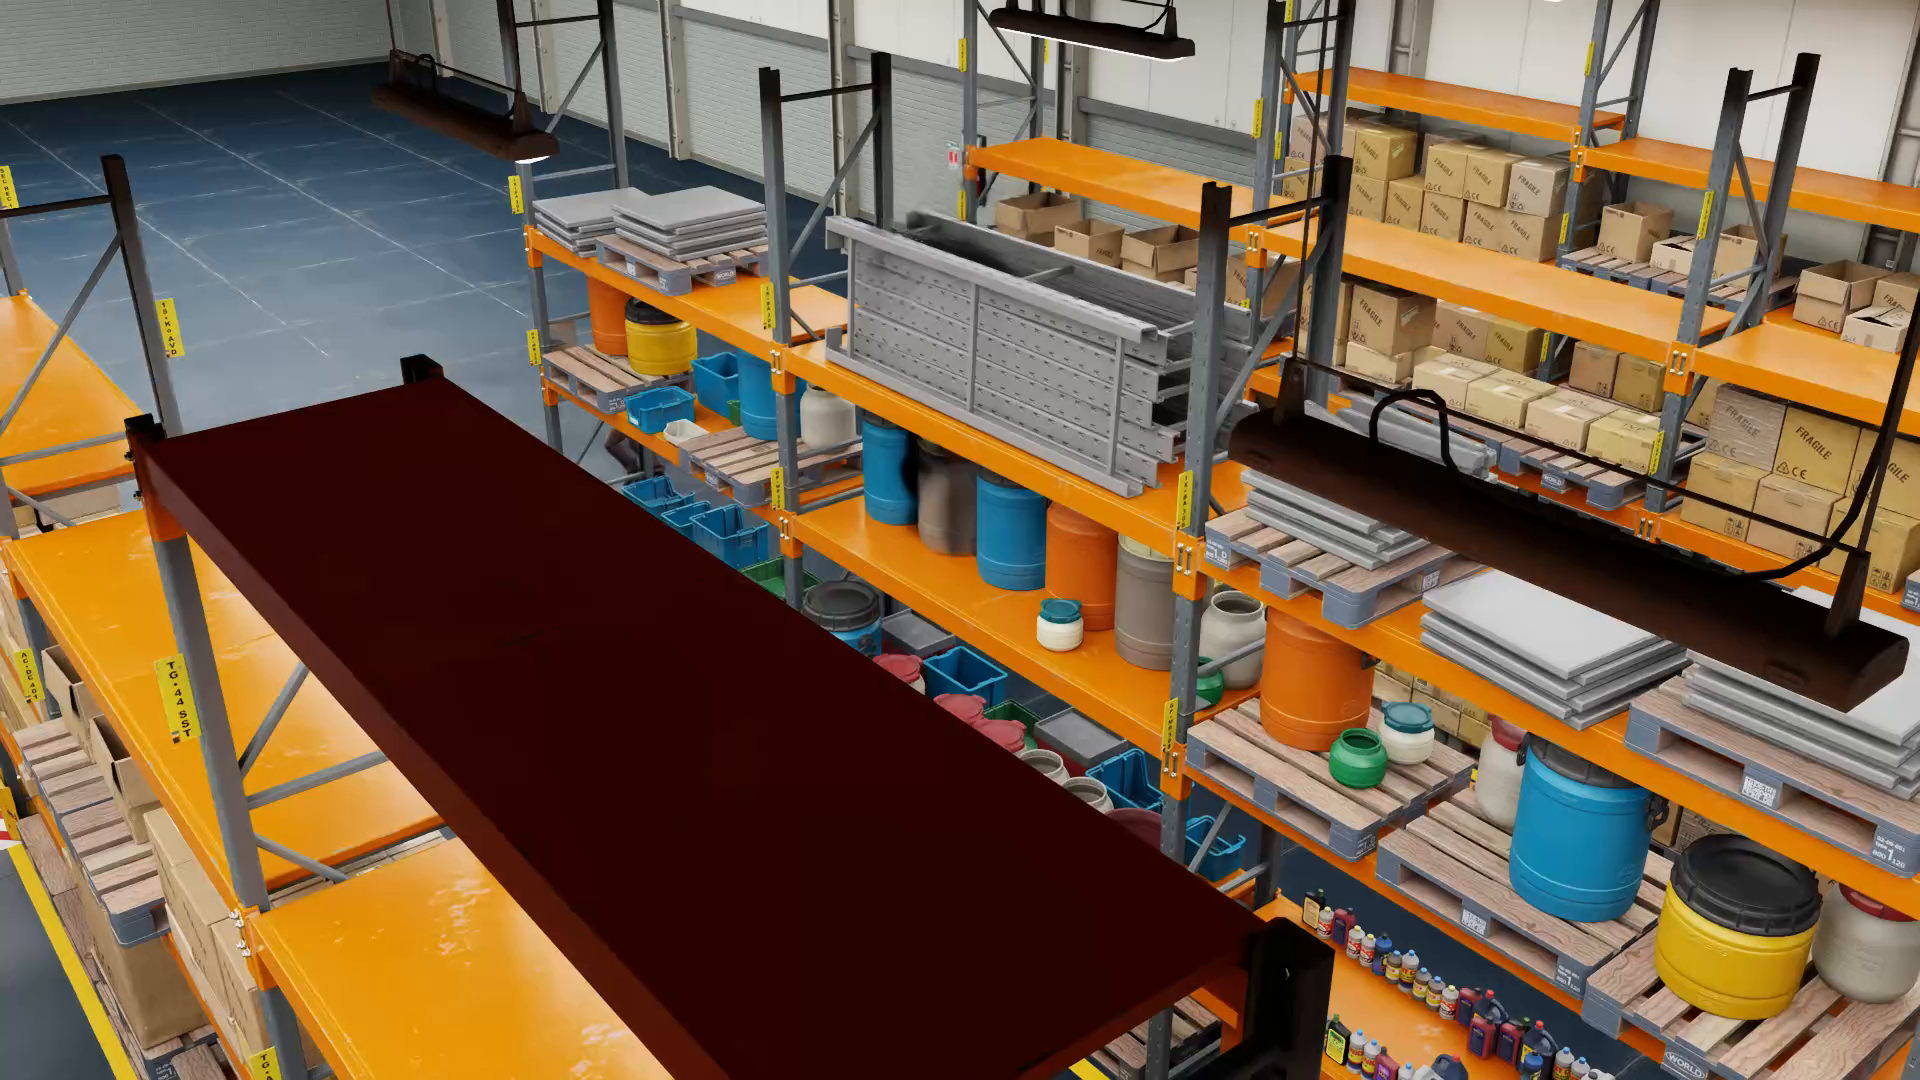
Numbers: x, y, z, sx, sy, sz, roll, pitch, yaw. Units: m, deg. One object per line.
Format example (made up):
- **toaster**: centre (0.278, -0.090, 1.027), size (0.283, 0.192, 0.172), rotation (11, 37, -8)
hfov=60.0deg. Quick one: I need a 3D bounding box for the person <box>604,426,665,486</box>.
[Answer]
- **person**: centre (-3.829, -1.443, 19.320), size (0.686, 1.712, 0.667), rotation (-3, 26, -7)
